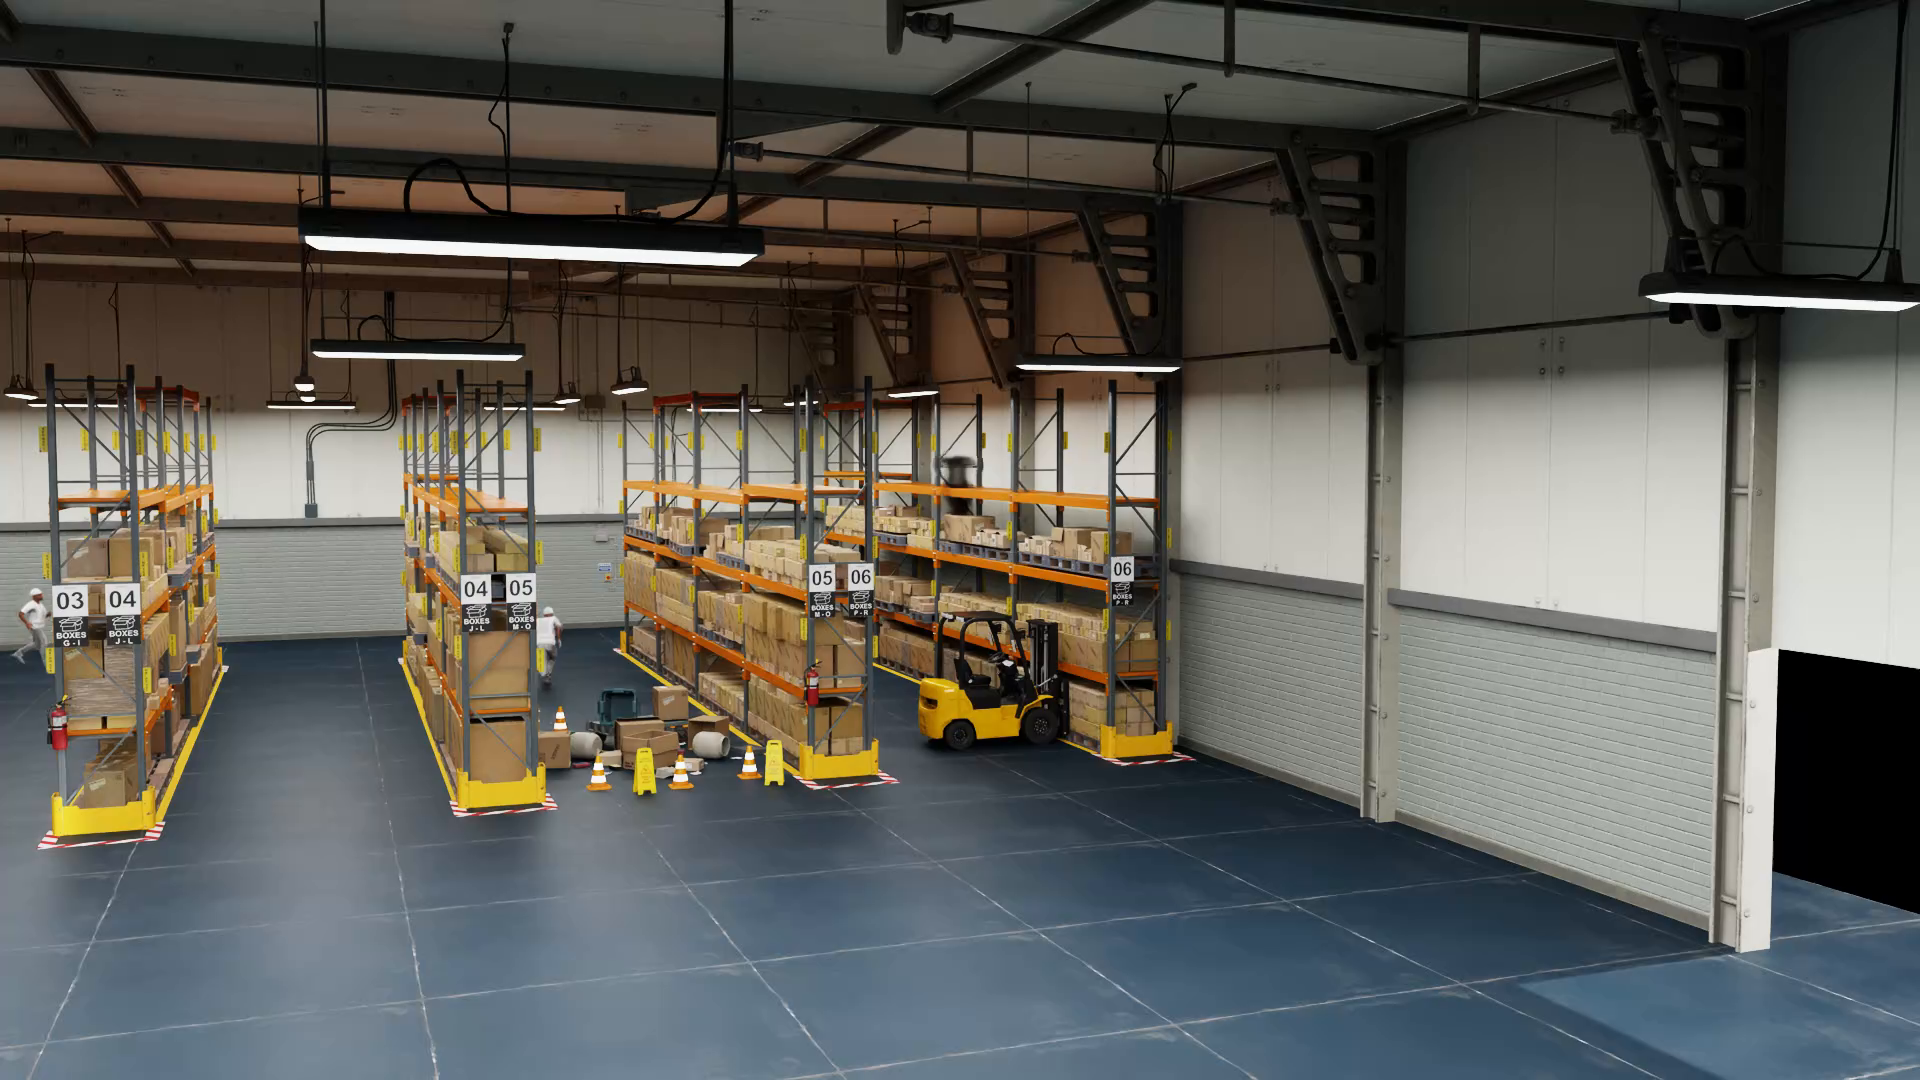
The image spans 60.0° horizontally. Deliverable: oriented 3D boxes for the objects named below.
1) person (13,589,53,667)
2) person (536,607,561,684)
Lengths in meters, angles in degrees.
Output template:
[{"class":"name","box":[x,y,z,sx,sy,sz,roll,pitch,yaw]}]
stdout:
[{"class":"person","box":[-20.511,1.949,36.873,0.946,1.747,0.697,-1,3,-13]},{"class":"person","box":[-8.566,2.209,34.288,0.670,1.576,1.164,0,3,-3]}]
